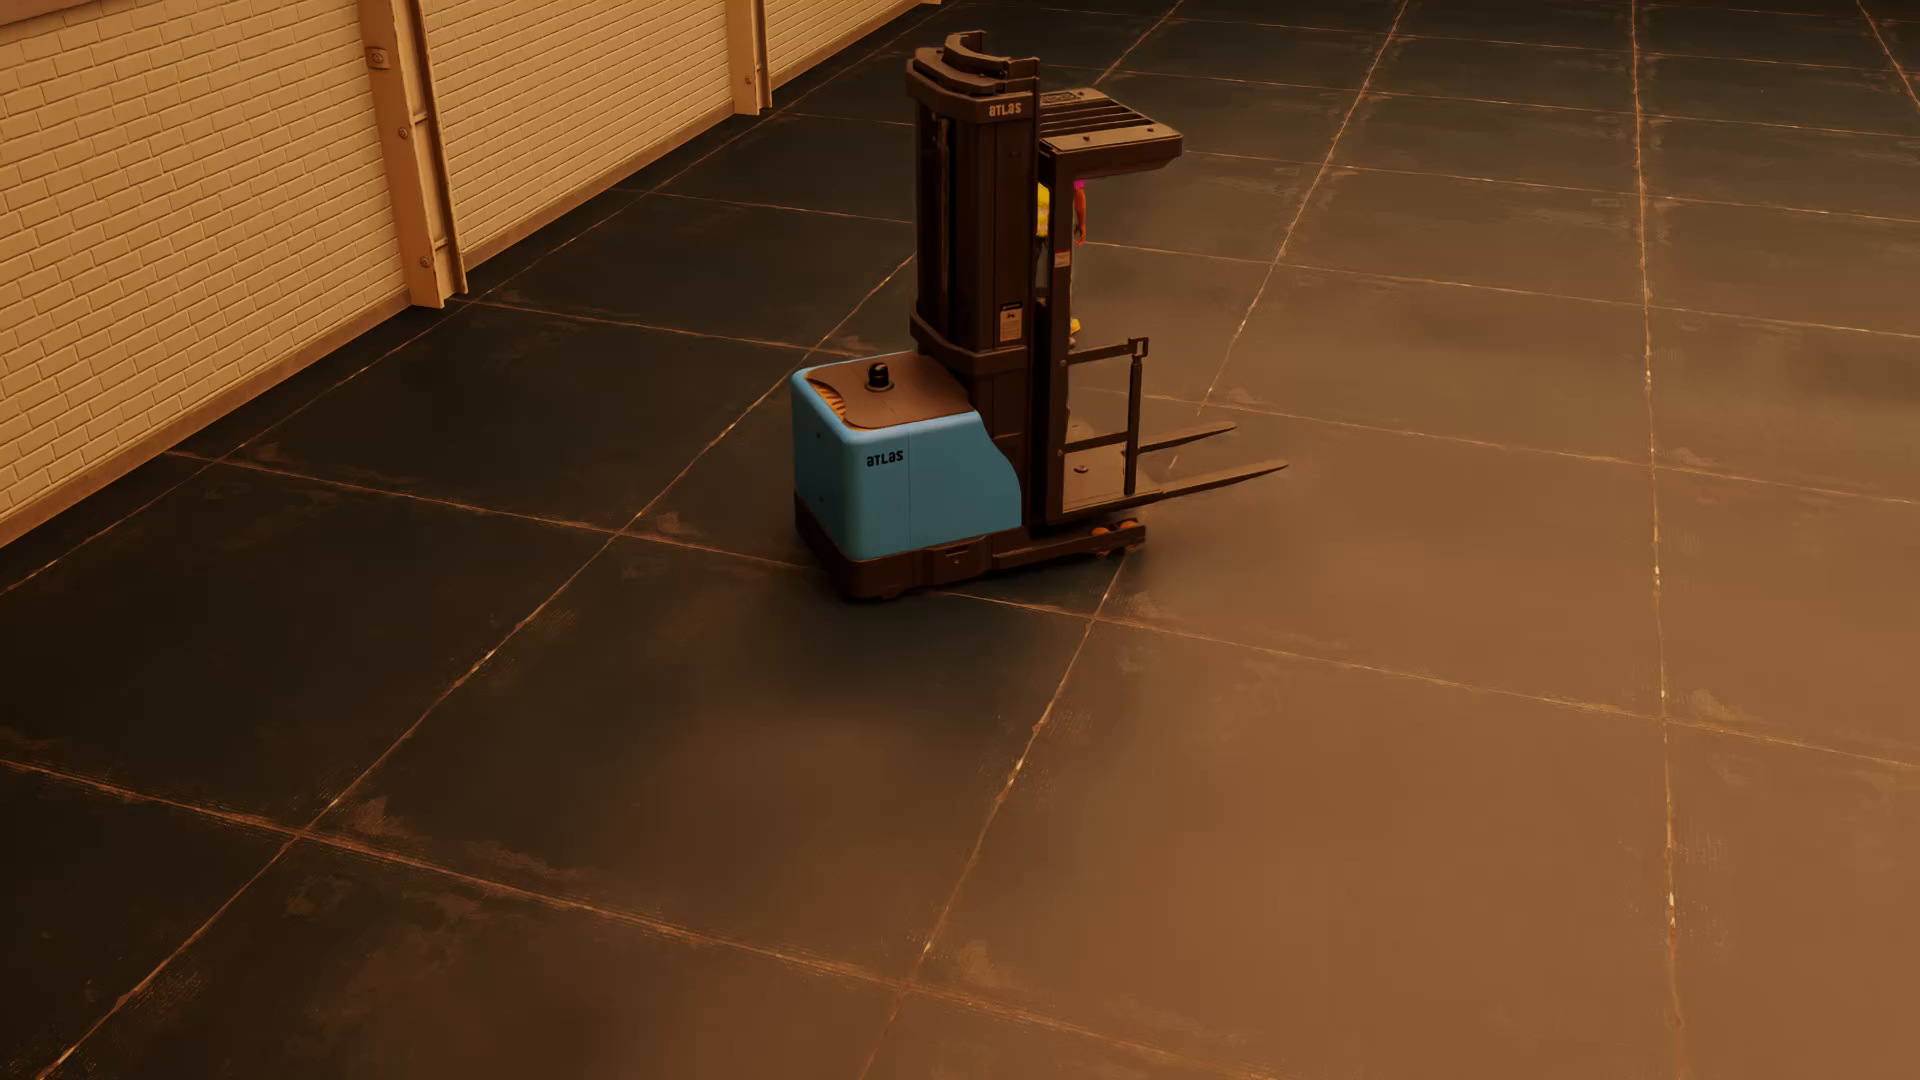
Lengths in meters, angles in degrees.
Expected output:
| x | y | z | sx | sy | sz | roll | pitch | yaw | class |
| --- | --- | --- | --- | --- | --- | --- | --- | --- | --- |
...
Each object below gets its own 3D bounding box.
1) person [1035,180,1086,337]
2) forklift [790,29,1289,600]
| x | y | z | sx | sy | sz | roll | pitch | yaw | class |
| --- | --- | --- | --- | --- | --- | --- | --- | --- | --- |
| 0.639 | -2.381 | 12.501 | 0.626 | 1.759 | 0.463 | 5 | 30 | 9 | person |
| 0.561 | -1.406 | 9.603 | 3.031 | 2.935 | 1.130 | -12 | 32 | -21 | forklift |
